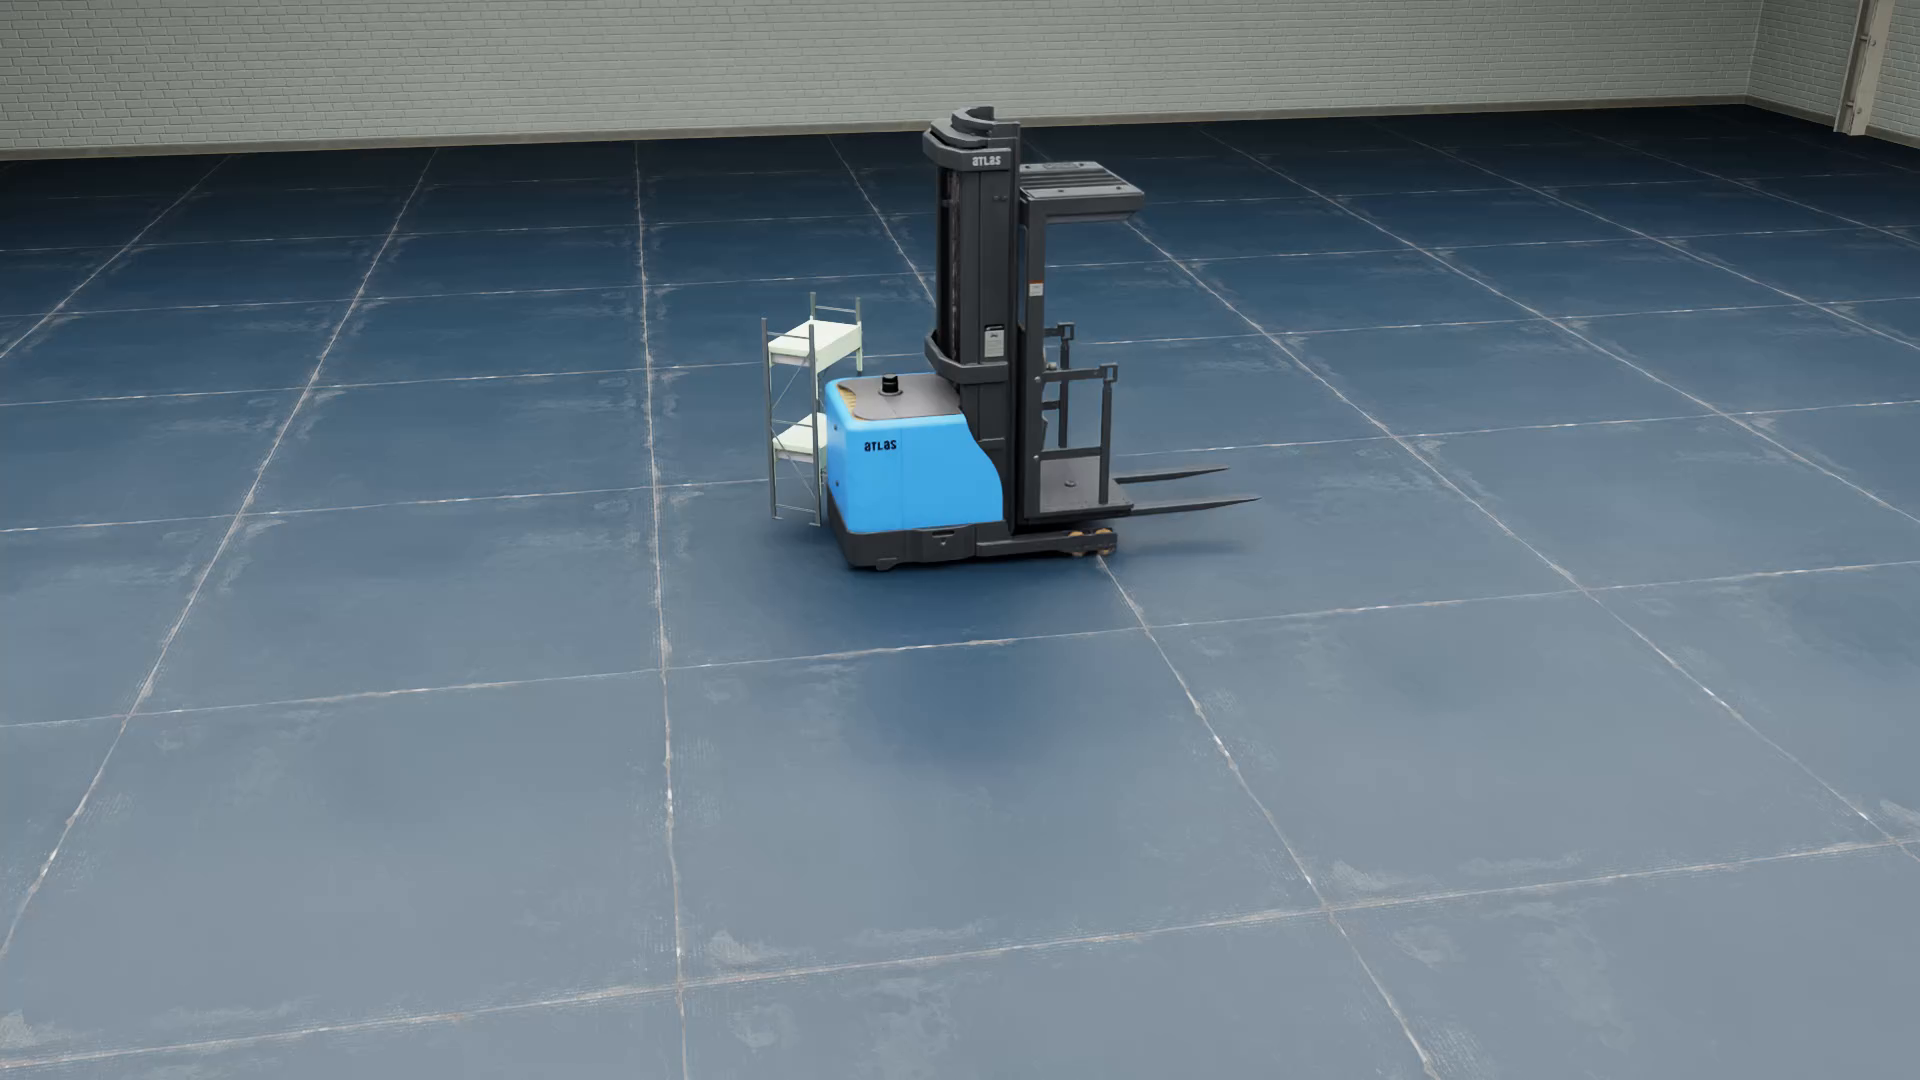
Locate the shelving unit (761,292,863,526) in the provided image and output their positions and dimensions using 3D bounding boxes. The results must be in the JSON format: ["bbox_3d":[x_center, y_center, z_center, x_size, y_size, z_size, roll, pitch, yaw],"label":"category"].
[{"bbox_3d":[-1.046,-0.954,12.061,0.431,1.500,0.755,10,25,21],"label":"shelving unit"}]

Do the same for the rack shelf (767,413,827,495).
[{"bbox_3d":[-1.046,-0.655,12.191,0.431,0.370,0.720,10,25,21],"label":"rack shelf"}]

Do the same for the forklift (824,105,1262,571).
[{"bbox_3d":[0.613,-1.433,11.369,3.031,2.935,1.130,-5,24,-12],"label":"forklift"}]

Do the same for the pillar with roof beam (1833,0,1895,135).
[{"bbox_3d":[10.072,-10.350,24.204,9.100,9.000,0.400,-4,24,-10],"label":"pillar with roof beam"}]

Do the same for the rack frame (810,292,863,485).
[{"bbox_3d":[-0.904,-1.089,12.370,0.400,1.500,0.023,10,25,21],"label":"rack frame"}]

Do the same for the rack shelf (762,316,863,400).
[{"bbox_3d":[-1.046,-1.312,11.905,0.431,0.370,0.720,10,25,21],"label":"rack shelf"}]

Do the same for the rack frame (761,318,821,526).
[{"bbox_3d":[-1.188,-0.819,11.752,0.400,1.500,0.023,10,25,21],"label":"rack frame"}]
